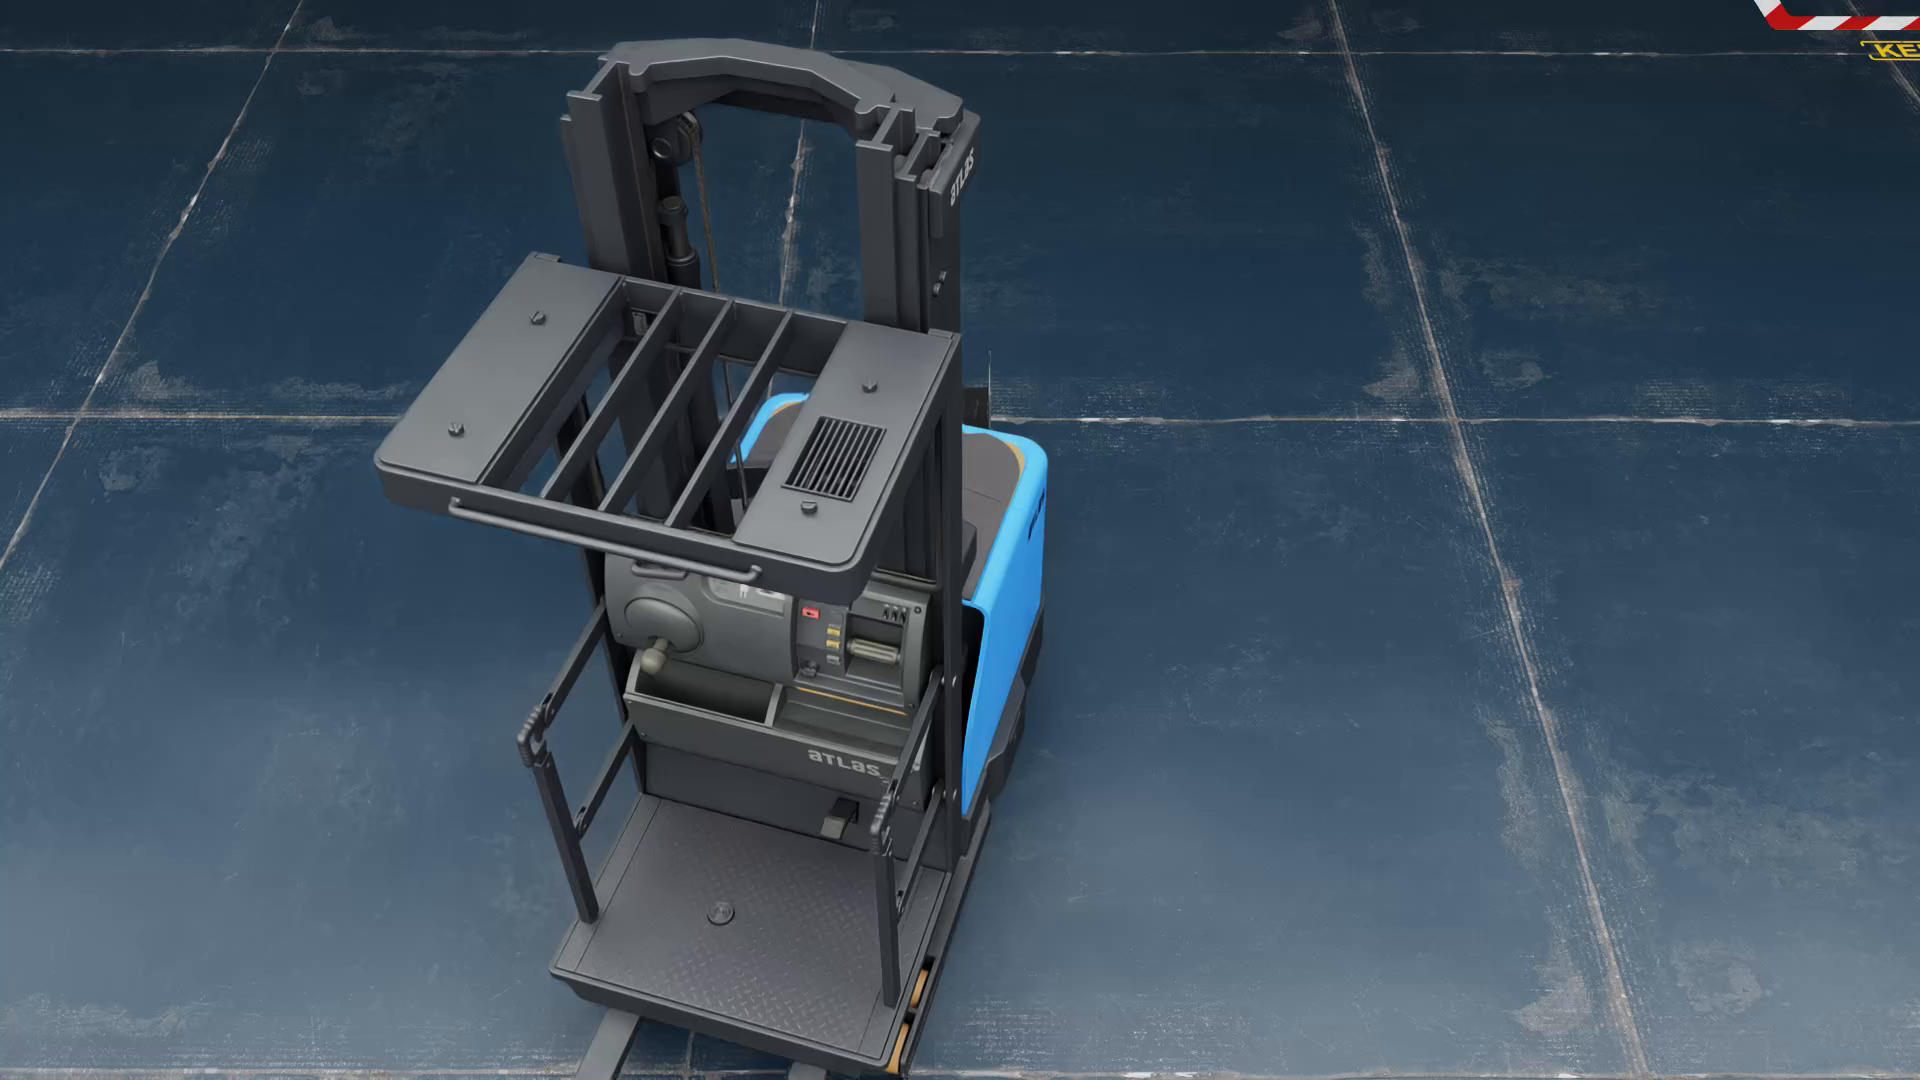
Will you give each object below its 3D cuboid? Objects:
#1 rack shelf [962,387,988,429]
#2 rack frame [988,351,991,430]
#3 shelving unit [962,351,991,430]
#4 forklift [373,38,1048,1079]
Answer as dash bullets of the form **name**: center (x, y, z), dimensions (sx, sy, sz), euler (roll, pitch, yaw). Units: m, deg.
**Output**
- **rack shelf**: center (0.008, -0.468, 6.247), dimensions (0.200, 0.077, 0.258), euler (0, 47, 0)
- **rack frame**: center (0.110, -0.306, 6.420), dimensions (0.006, 0.900, 0.240), euler (0, 47, 0)
- **shelving unit**: center (0.008, -0.307, 6.421), dimensions (0.210, 0.900, 0.258), euler (0, 47, 0)
- **forklift**: center (-0.601, 0.332, 4.439), dimensions (1.130, 2.935, 3.031), euler (12, 48, 11)
